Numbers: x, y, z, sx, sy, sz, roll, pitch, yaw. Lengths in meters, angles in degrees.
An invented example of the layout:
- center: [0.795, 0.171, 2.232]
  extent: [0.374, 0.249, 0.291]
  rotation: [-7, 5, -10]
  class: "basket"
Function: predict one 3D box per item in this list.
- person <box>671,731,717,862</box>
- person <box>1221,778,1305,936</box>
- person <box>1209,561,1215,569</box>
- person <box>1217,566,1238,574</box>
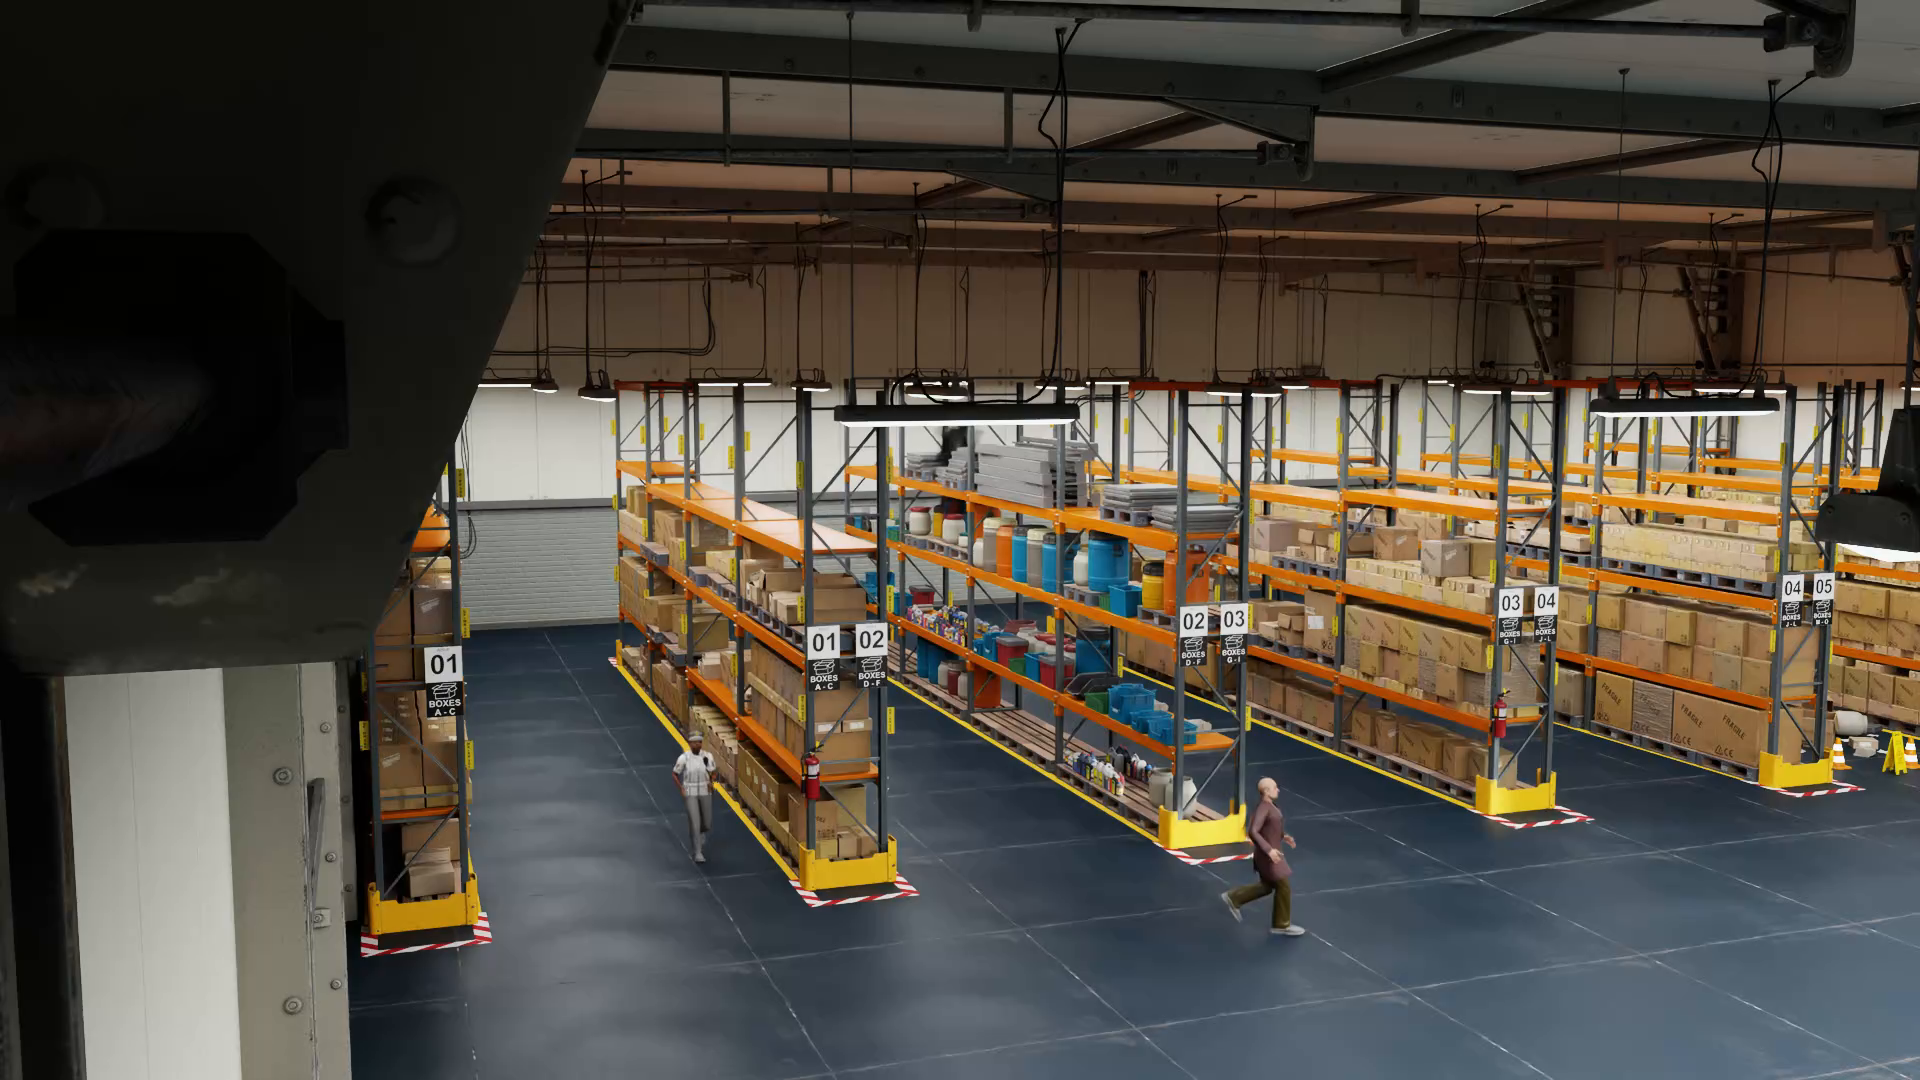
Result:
- center: [-3.394, 3.251, 21.348]
  extent: [0.581, 1.655, 0.681]
  rotation: [-2, 6, -20]
  class: "person"
- center: [3.371, 3.502, 18.468]
  extent: [0.935, 1.750, 0.743]
  rotation: [1, 6, 11]
  class: "person"
- center: [5.799, 1.338, 39.147]
  extent: [0.762, 1.740, 0.762]
  rotation: [1, 6, 9]
  class: "person"
- center: [6.500, 1.110, 41.059]
  extent: [0.979, 1.731, 0.752]
  rotation: [-3, 7, -23]
  class: "person"
